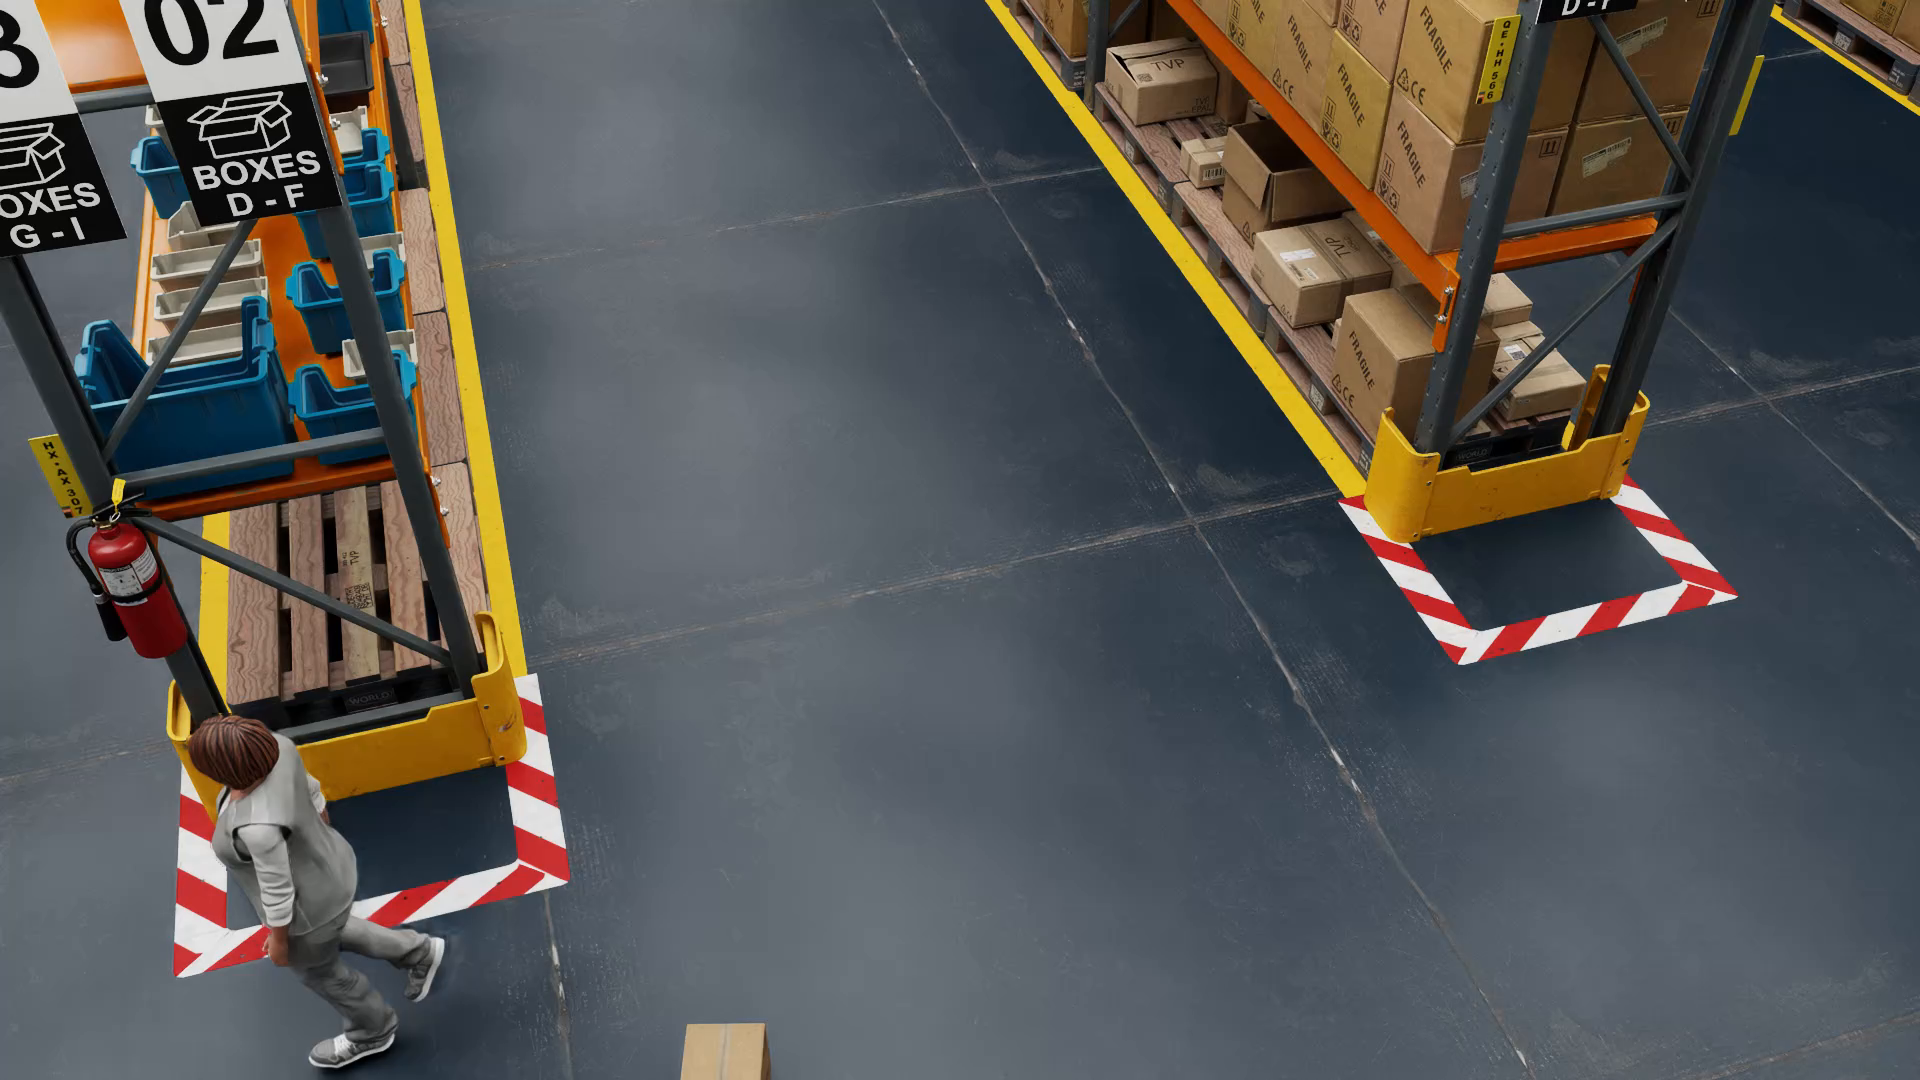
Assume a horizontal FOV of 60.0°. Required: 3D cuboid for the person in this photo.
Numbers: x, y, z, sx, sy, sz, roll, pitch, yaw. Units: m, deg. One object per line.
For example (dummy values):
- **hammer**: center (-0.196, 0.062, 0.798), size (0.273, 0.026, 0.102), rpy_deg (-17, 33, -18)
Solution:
- **person**: center (-1.912, 1.041, 5.023), size (0.484, 1.567, 0.419), rpy_deg (-10, 44, -10)
